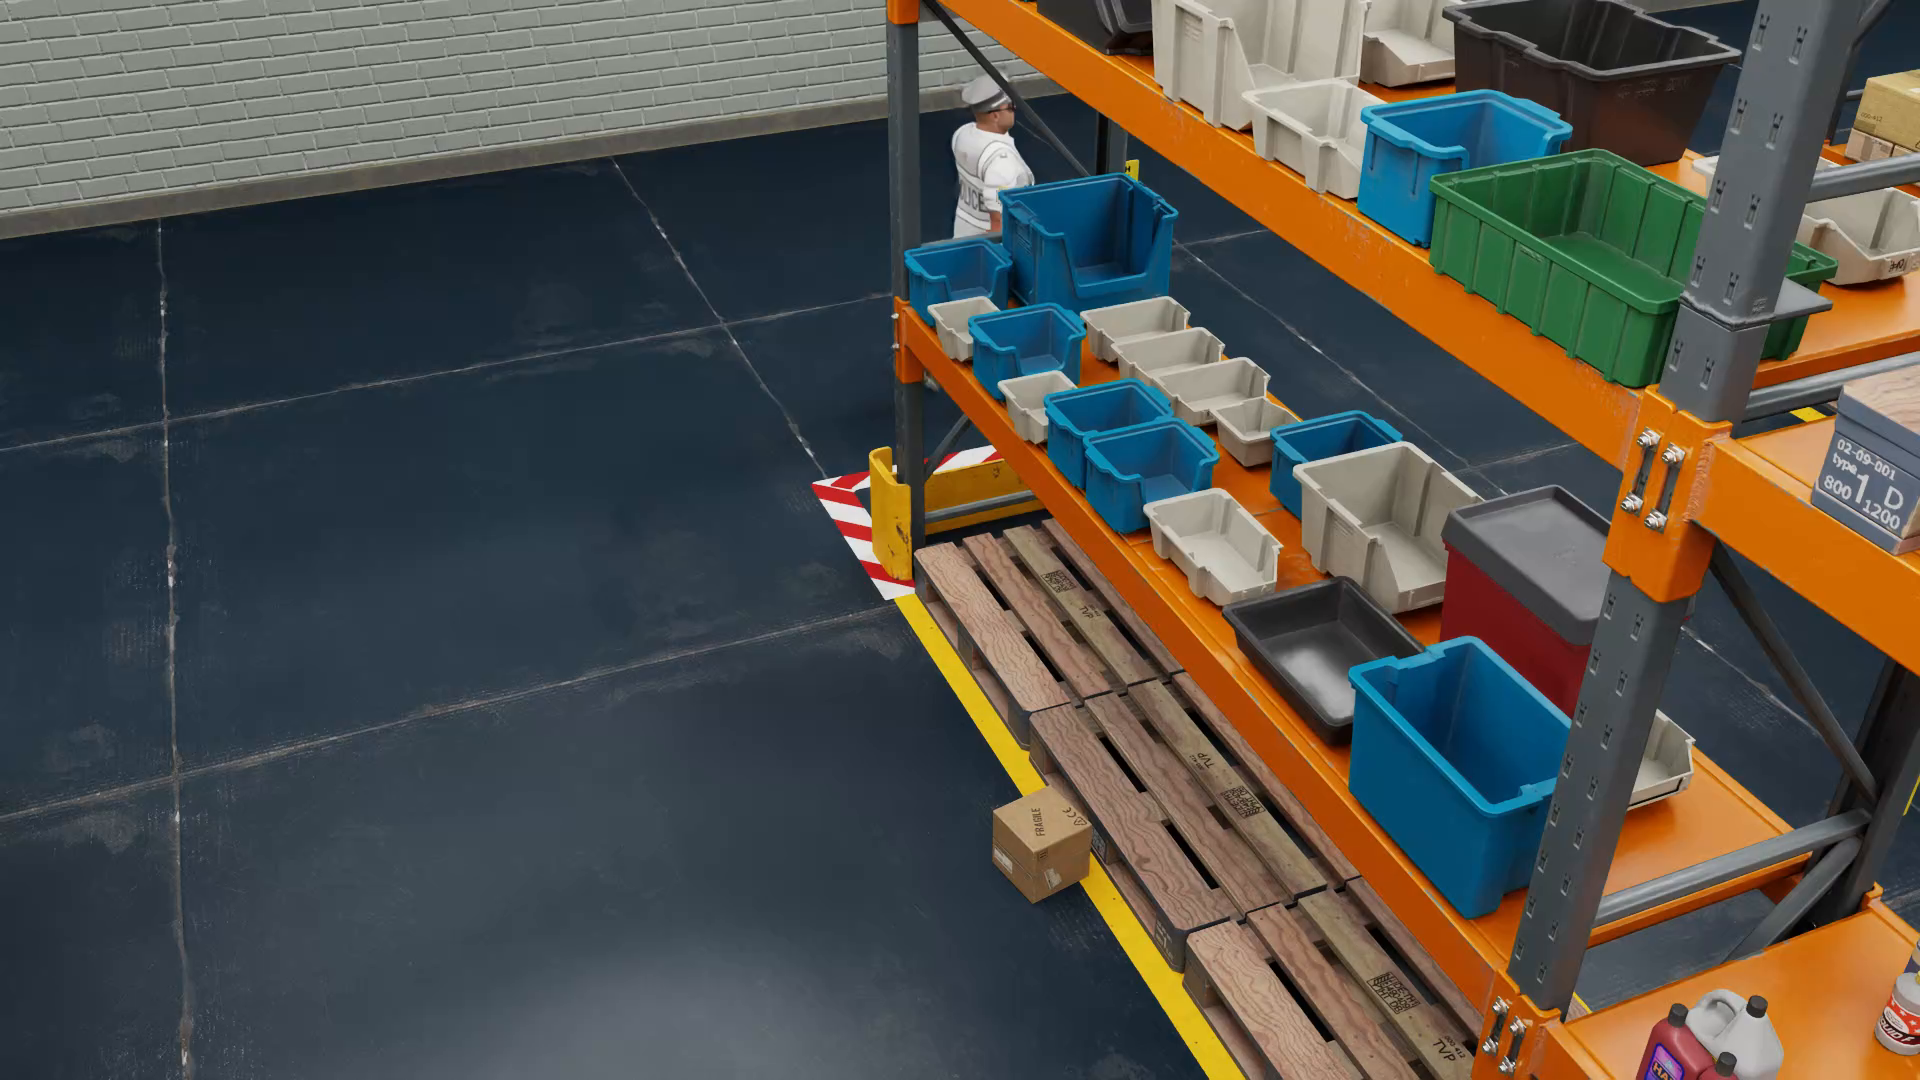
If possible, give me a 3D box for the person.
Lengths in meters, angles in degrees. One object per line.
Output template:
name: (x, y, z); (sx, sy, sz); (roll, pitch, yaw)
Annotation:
person: (0.135, -1.482, 8.343); (0.814, 1.747, 0.529); (-17, 37, -24)
